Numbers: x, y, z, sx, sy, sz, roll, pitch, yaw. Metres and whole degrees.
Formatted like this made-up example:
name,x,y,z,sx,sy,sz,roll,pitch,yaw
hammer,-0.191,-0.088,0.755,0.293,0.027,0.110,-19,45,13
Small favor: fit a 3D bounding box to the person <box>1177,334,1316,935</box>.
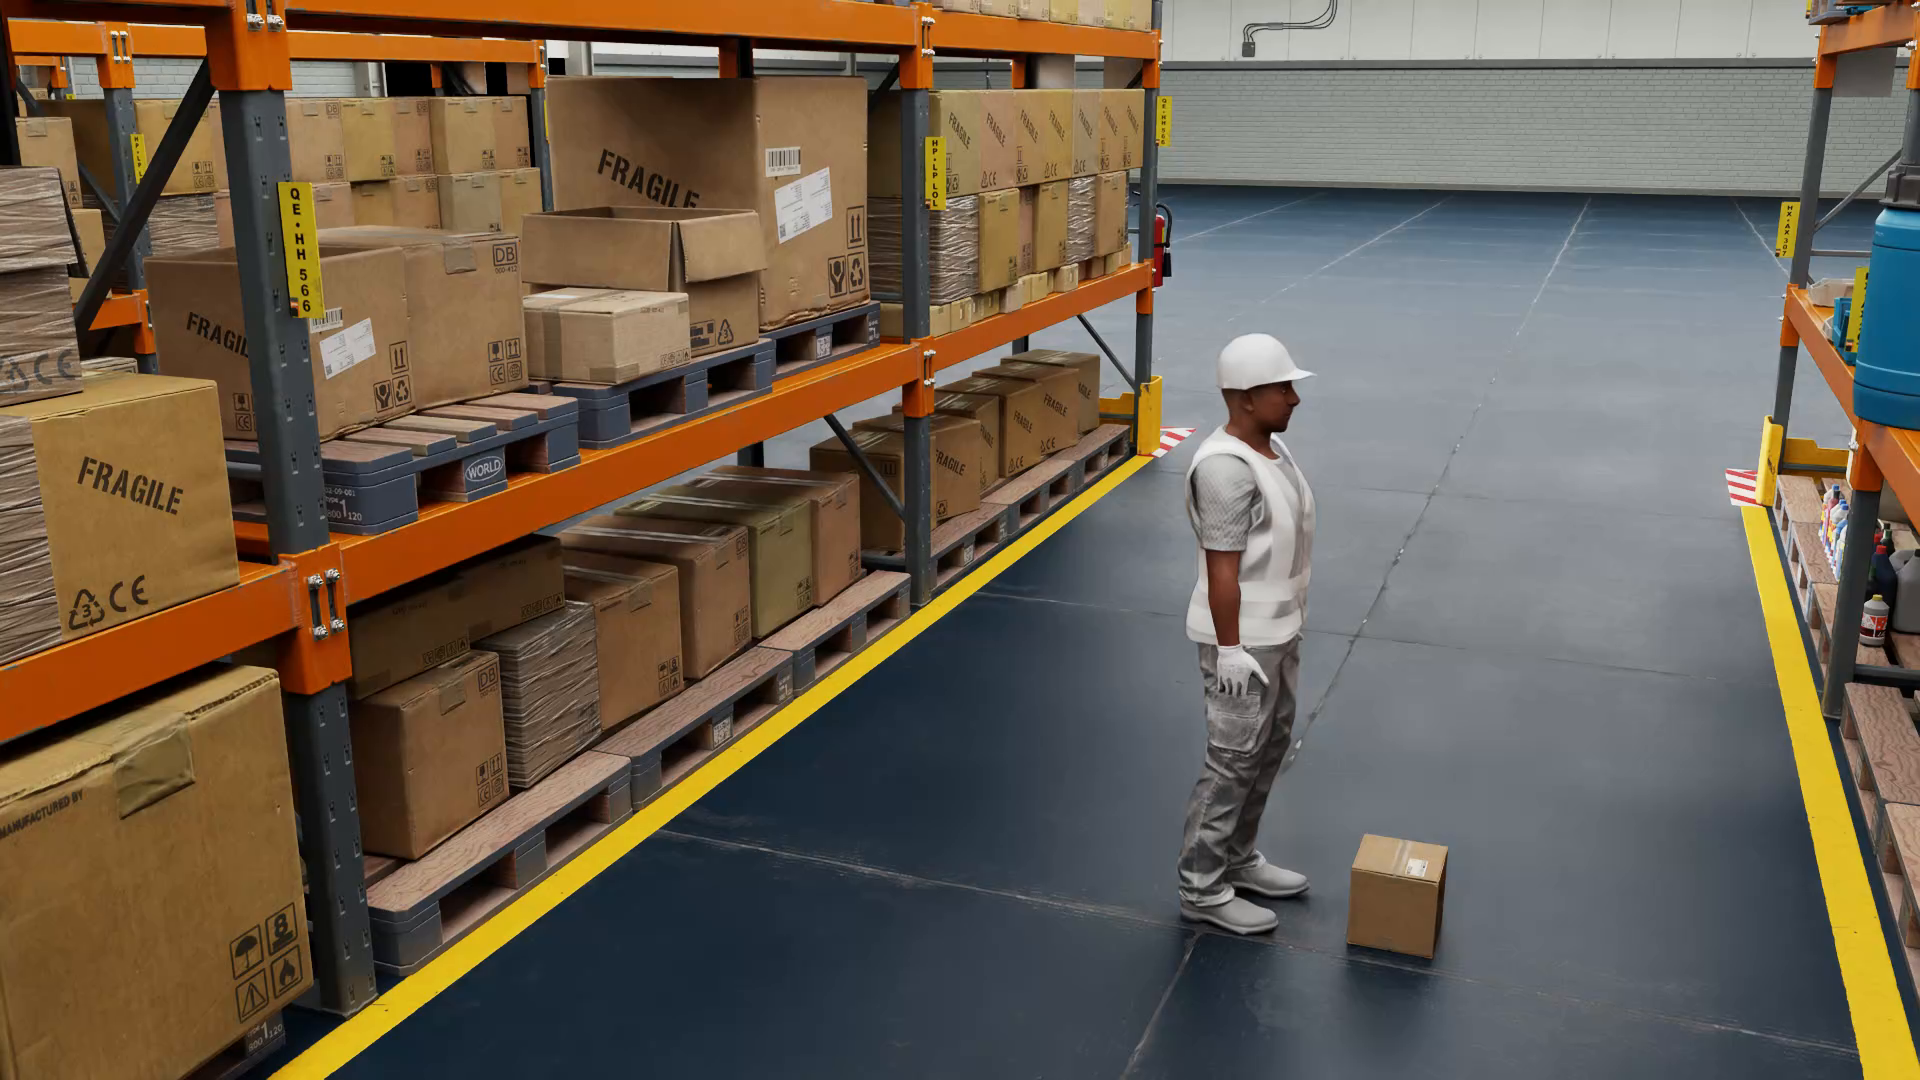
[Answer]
name,x,y,z,sx,sy,sz,roll,pitch,yaw
person,0.875,0.277,4.969,0.380,1.783,0.546,6,16,22
